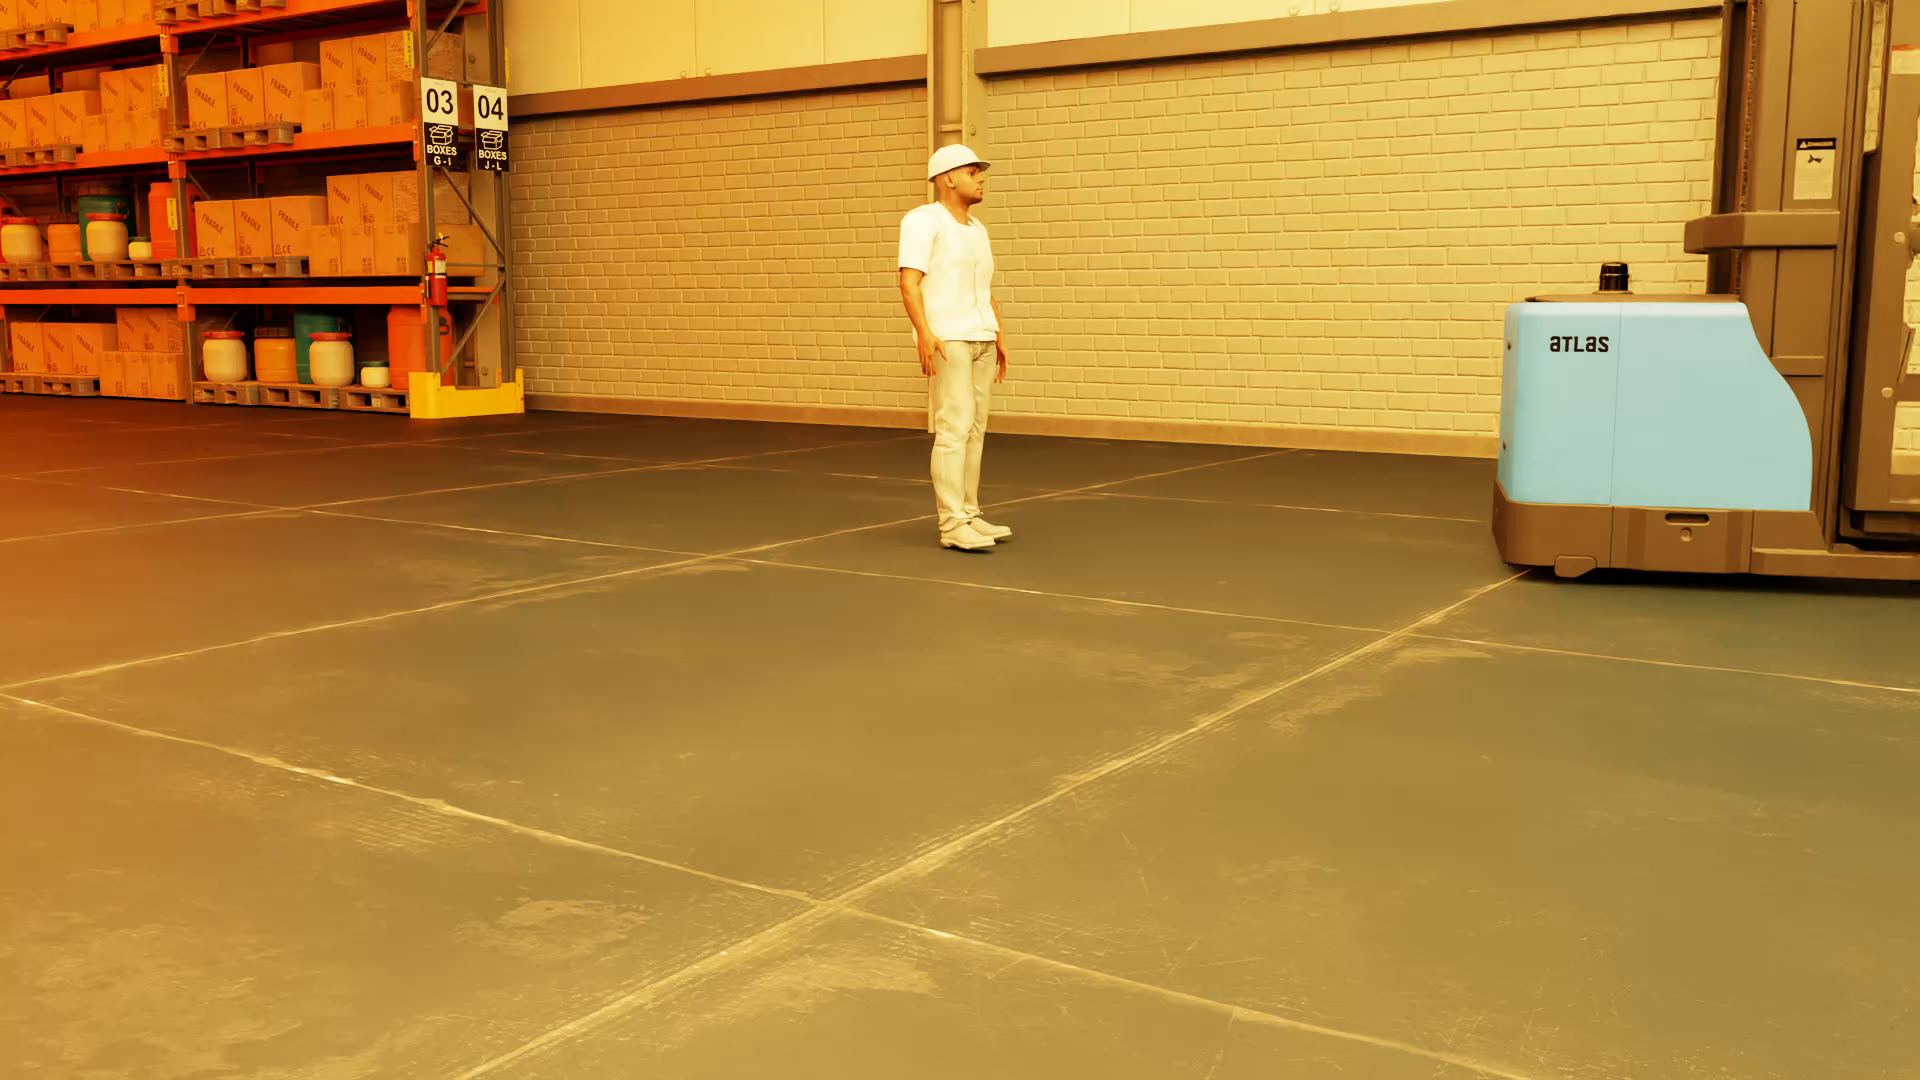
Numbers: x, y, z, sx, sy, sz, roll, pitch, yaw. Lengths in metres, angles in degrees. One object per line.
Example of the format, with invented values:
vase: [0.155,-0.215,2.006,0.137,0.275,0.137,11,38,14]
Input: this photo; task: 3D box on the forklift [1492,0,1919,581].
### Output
forklift: [3.706,-1.303,6.356,3.031,2.935,1.130,2,8,15]

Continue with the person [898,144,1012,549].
person: [0.055,-0.875,7.435,0.575,1.768,0.666,5,10,34]
